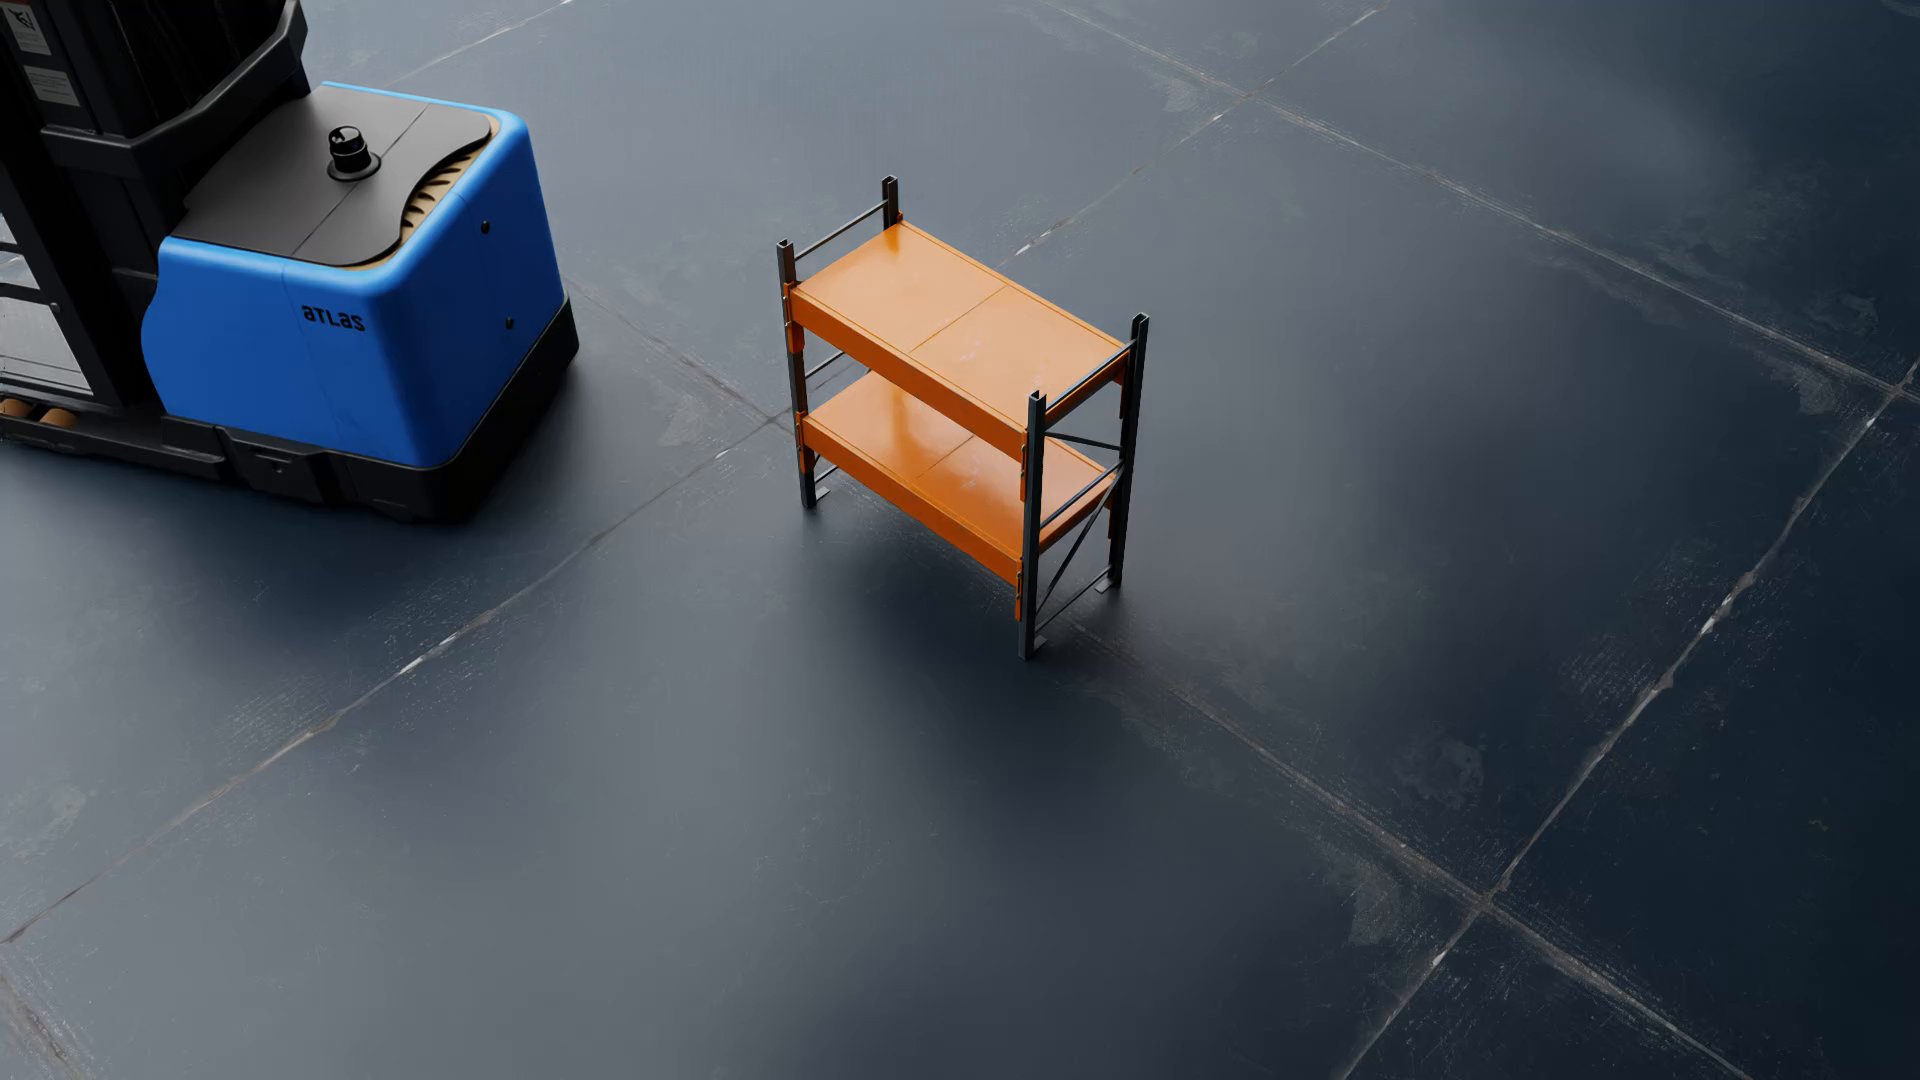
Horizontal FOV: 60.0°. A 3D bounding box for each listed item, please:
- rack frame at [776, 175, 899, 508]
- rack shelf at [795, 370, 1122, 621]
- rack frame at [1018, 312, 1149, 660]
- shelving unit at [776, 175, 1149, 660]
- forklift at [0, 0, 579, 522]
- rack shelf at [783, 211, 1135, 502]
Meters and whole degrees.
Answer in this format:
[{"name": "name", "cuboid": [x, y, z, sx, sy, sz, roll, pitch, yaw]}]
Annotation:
[{"name": "rack frame", "cuboid": [-0.379, -0.640, 5.579, 0.032, 1.125, 0.500, 34, 55, 28]}, {"name": "rack shelf", "cuboid": [-0.005, -0.221, 5.521, 1.000, 0.278, 0.538, 34, 55, 28]}, {"name": "rack frame", "cuboid": [0.369, -0.137, 5.107, 0.032, 1.125, 0.500, 34, 55, 28]}, {"name": "shelving unit", "cuboid": [-0.005, -0.388, 5.343, 1.048, 1.125, 0.538, 34, 55, 28]}, {"name": "forklift", "cuboid": [-3.027, -1.674, 5.311, 3.031, 2.935, 1.130, 12, 48, 11]}, {"name": "rack shelf", "cuboid": [-0.005, -0.589, 5.130, 1.000, 0.278, 0.538, 34, 55, 28]}]
